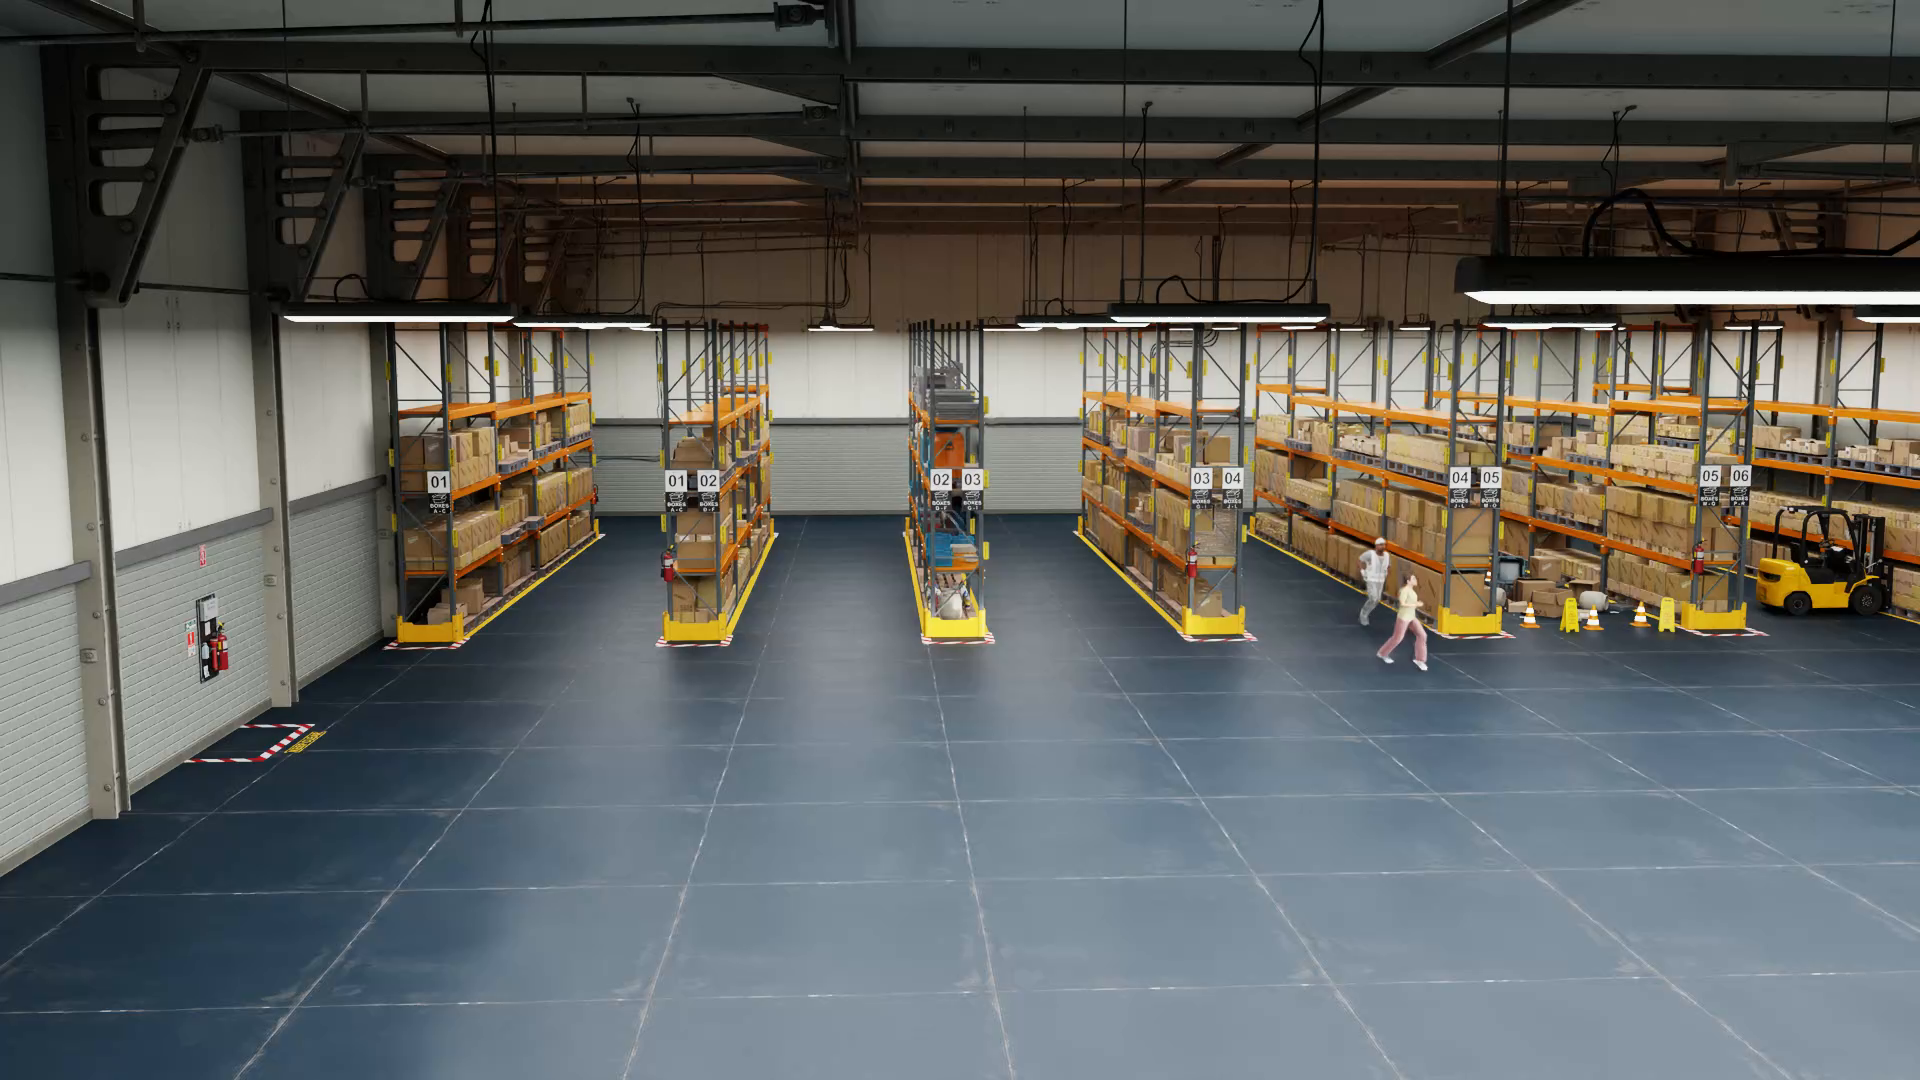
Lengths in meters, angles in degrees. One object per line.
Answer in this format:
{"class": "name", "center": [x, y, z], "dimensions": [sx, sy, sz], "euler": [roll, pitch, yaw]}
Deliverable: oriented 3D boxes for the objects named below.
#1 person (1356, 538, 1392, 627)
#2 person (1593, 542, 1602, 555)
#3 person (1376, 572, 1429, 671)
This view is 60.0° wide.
{"class": "person", "center": [8.172, 0.828, 32.685], "dimensions": [0.662, 1.759, 0.636], "euler": [-3, 8, -21]}
{"class": "person", "center": [15.951, -0.213, 41.141], "dimensions": [0.657, 1.741, 0.600], "euler": [-1, 7, -7]}
{"class": "person", "center": [7.587, 1.396, 28.523], "dimensions": [0.907, 1.718, 0.548], "euler": [6, 9, 38]}
